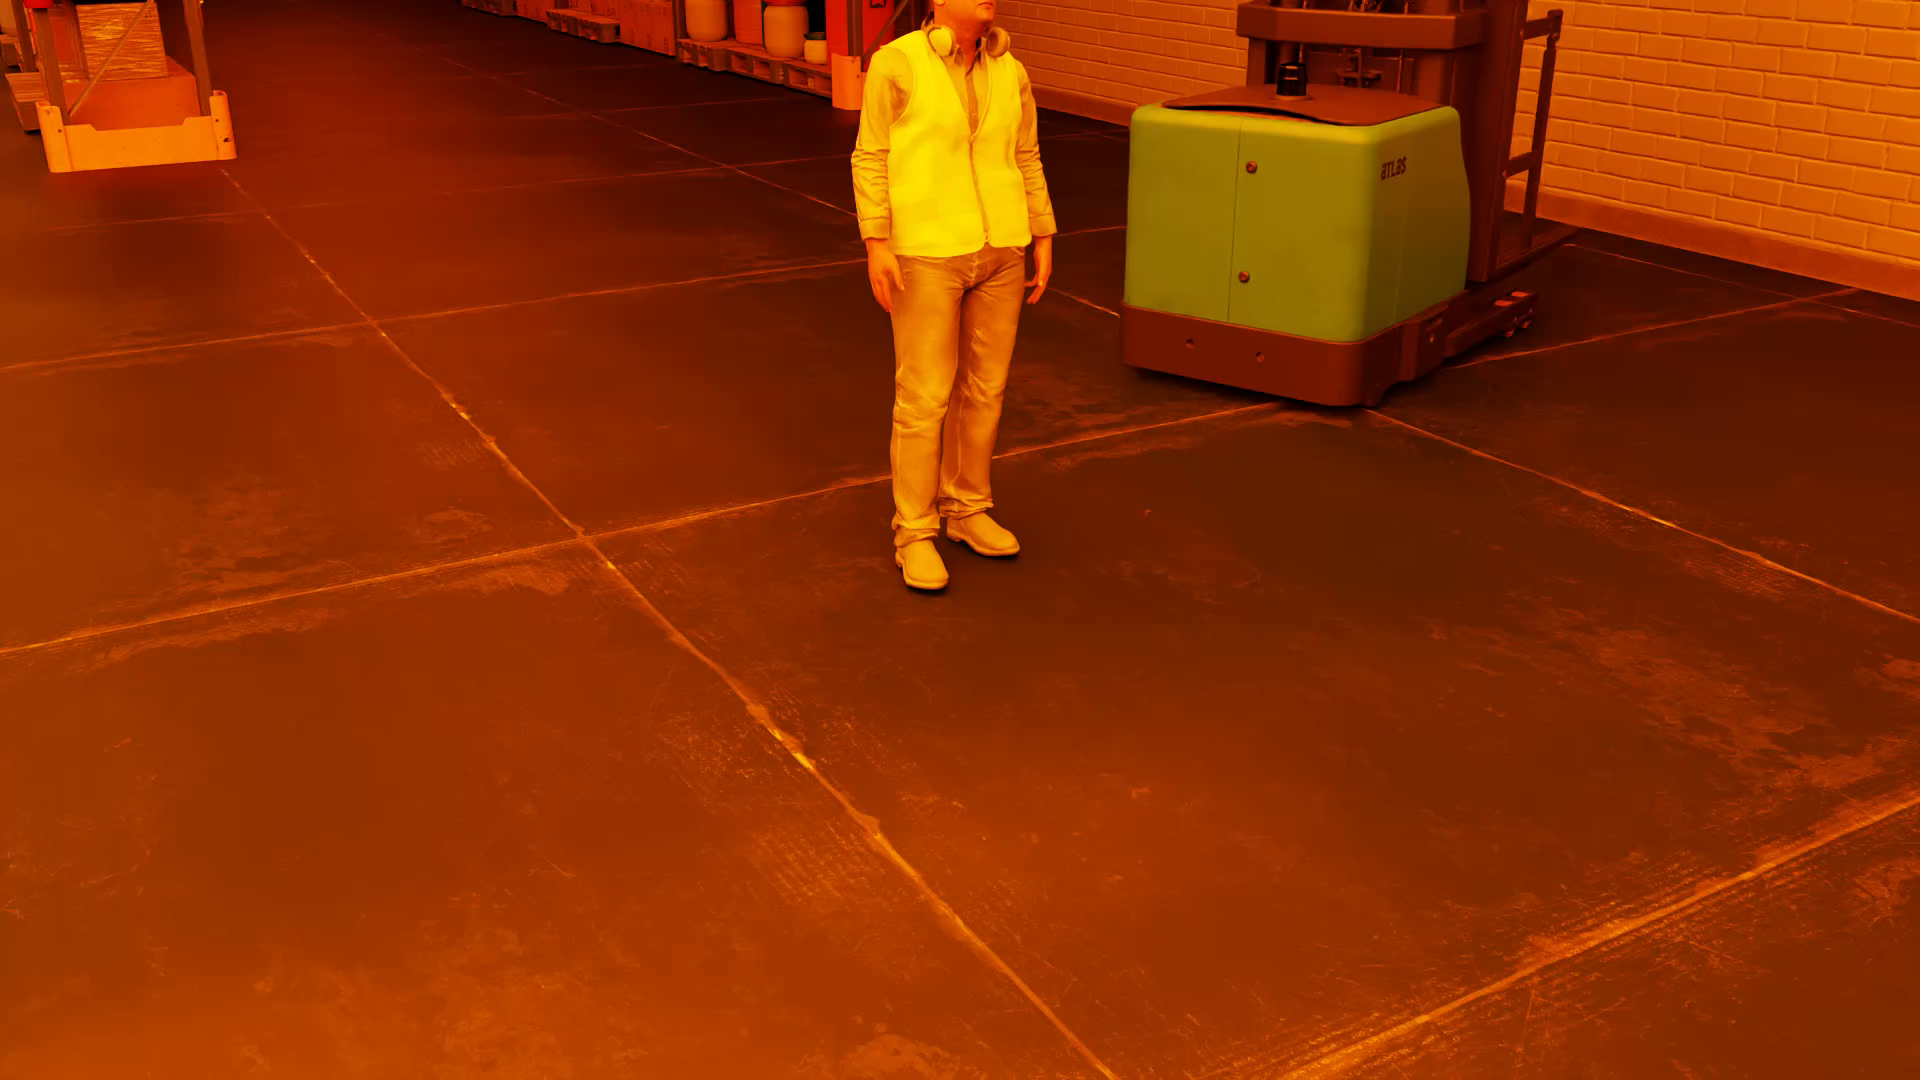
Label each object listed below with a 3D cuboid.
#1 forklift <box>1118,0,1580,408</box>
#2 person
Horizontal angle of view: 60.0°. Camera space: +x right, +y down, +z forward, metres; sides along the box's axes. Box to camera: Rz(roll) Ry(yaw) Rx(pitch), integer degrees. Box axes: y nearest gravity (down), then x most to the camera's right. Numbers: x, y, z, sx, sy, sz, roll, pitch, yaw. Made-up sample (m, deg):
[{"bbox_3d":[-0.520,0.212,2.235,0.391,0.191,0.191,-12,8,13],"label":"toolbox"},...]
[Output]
[{"bbox_3d":[1.934,-2.343,6.985,1.130,2.935,3.031,16,27,34],"label":"forklift"},{"bbox_3d":[0.025,-0.805,4.741,0.633,1.775,0.566,-12,25,-28],"label":"person"}]
